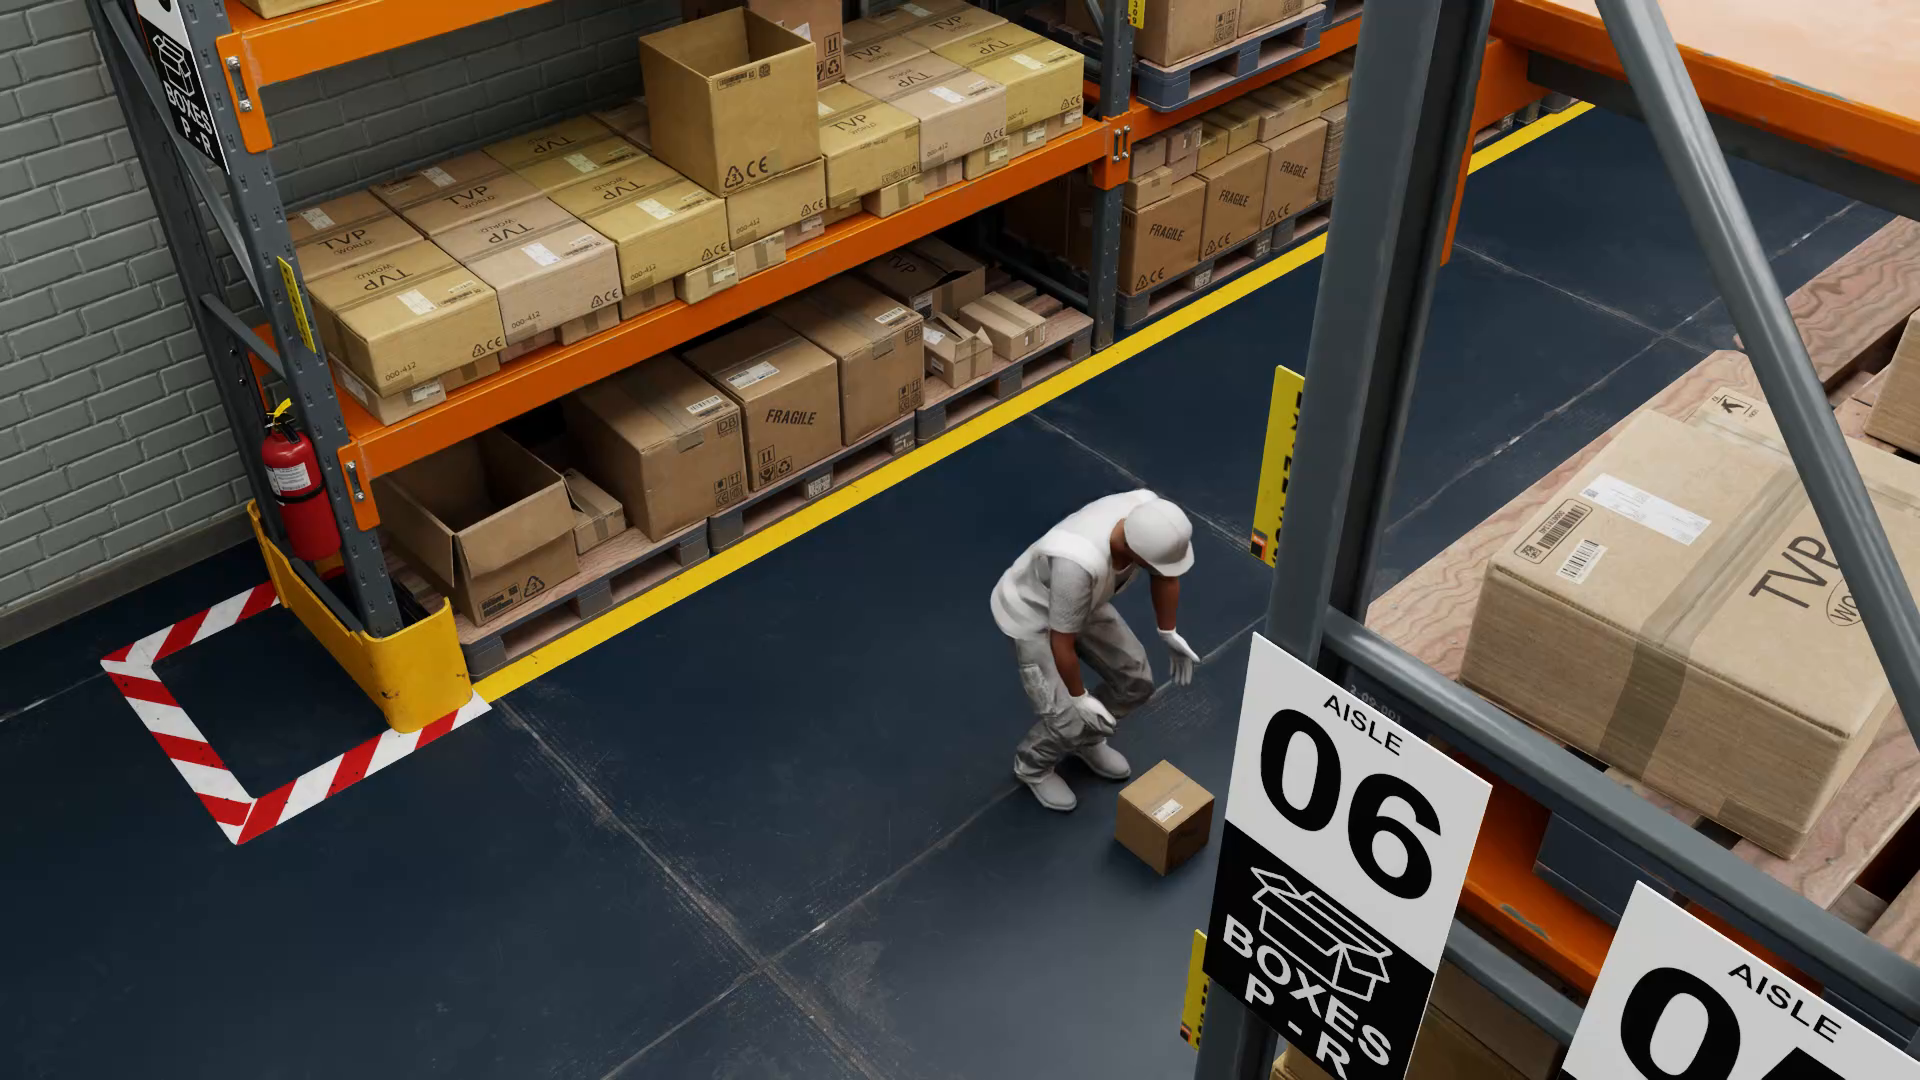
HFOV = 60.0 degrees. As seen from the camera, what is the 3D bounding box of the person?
[{"bbox_3d":[0.483,0.336,5.979,0.611,1.469,0.737,-30,48,-31],"label":"person"}]
